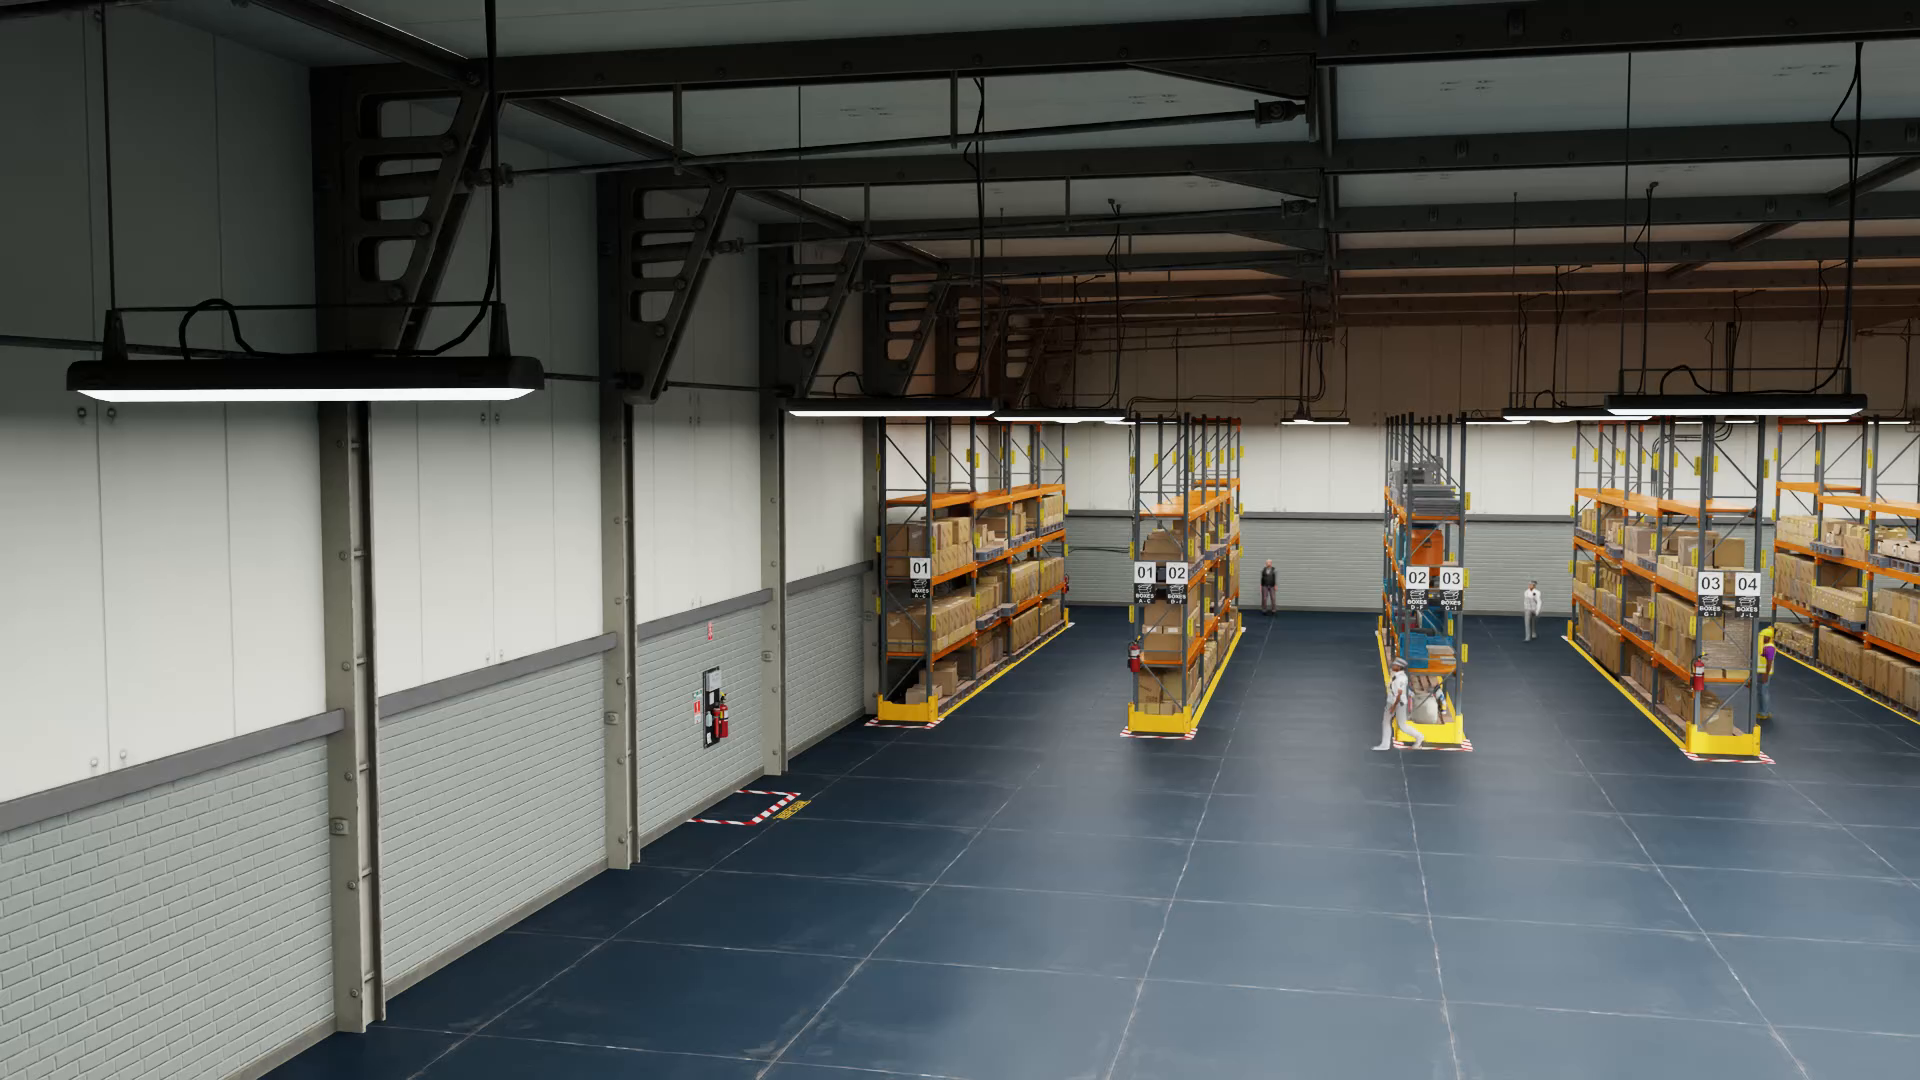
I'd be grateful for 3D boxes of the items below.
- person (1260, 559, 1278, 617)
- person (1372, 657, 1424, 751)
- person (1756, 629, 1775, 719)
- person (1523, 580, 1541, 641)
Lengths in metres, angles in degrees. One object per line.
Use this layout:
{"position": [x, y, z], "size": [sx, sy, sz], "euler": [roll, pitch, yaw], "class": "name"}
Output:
{"position": [9.433, 1.450, 50.652], "size": [0.538, 1.717, 0.643], "euler": [0, 4, -2], "class": "person"}
{"position": [7.759, 2.894, 29.397], "size": [0.866, 1.667, 0.417], "euler": [-1, 4, -16], "class": "person"}
{"position": [15.836, 2.630, 32.789], "size": [0.404, 1.783, 0.717], "euler": [2, 4, 26], "class": "person"}
{"position": [15.357, 1.882, 44.637], "size": [0.471, 1.627, 1.003], "euler": [1, 4, 20], "class": "person"}
